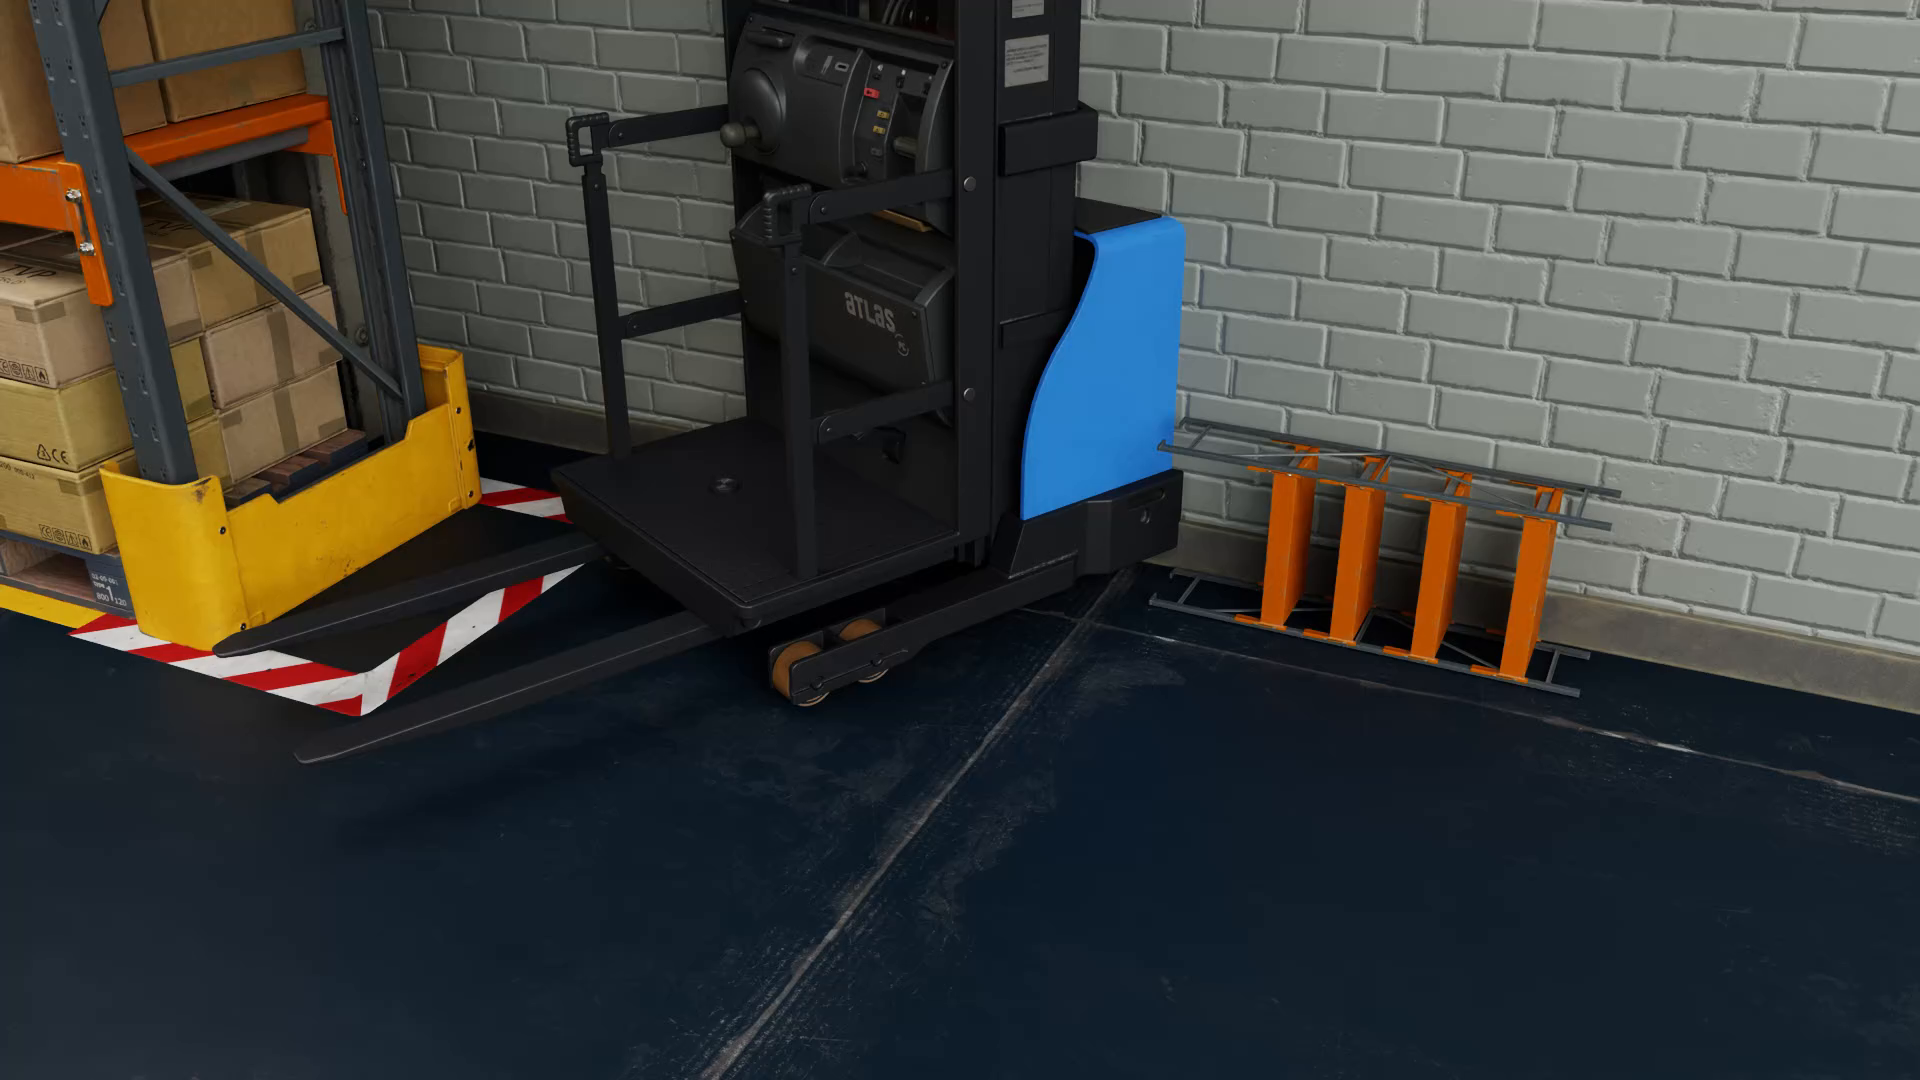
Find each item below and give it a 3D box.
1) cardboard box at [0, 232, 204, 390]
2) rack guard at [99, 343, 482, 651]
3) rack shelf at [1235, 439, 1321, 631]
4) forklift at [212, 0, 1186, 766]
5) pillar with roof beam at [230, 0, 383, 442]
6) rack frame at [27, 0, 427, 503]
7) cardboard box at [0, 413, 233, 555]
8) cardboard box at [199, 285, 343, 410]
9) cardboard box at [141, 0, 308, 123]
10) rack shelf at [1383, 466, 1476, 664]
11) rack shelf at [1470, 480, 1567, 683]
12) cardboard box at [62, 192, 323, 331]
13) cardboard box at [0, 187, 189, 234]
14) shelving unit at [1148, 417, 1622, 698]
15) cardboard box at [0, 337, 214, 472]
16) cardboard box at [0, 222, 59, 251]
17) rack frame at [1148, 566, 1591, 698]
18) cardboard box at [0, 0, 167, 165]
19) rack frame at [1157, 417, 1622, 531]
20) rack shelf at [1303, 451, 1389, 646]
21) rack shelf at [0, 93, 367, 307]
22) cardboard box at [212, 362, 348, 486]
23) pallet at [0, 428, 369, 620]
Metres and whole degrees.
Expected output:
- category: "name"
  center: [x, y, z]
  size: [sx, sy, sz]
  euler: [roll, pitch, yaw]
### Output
- category: "cardboard box"
  center: [-2.537, -0.660, 4.700]
  size: [0.500, 0.250, 0.500]
  euler: [12, 29, 24]
- category: "rack guard"
  center: [-1.967, -0.172, 5.033]
  size: [0.348, 0.500, 1.175]
  euler: [11, 28, 22]
- category: "rack shelf"
  center: [0.903, -0.021, 4.709]
  size: [0.148, 0.480, 0.258]
  euler: [12, 29, 23]
- category: "forklift"
  center: [-0.494, -1.143, 4.253]
  size: [3.031, 2.935, 1.130]
  euler: [-19, 32, -34]
- category: "pillar with roof beam"
  center: [-4.032, -2.748, 0.644]
  size: [0.400, 9.000, 9.100]
  euler: [11, 28, 22]
- category: "rack frame"
  center: [-1.989, -1.298, 4.490]
  size: [0.127, 3.000, 1.000]
  euler: [11, 28, 22]
- category: "cardboard box"
  center: [-2.548, -0.211, 4.921]
  size: [0.500, 0.250, 0.500]
  euler: [12, 28, 22]
- category: "cardboard box"
  center: [-2.331, -0.646, 5.238]
  size: [0.500, 0.250, 0.500]
  euler: [12, 29, 23]
- category: "cardboard box"
  center: [-2.325, -1.545, 4.879]
  size: [0.500, 0.500, 0.500]
  euler: [12, 29, 23]
- category: "rack shelf"
  center: [1.284, 0.059, 4.545]
  size: [0.148, 0.480, 0.258]
  euler: [12, 29, 23]
- category: "rack shelf"
  center: [1.497, 0.104, 4.454]
  size: [0.148, 0.480, 0.258]
  euler: [12, 29, 23]
- category: "cardboard box"
  center: [-2.348, -0.865, 5.117]
  size: [0.500, 0.250, 0.500]
  euler: [11, 28, 21]
- category: "cardboard box"
  center: [-2.805, -0.955, 5.299]
  size: [0.500, 0.250, 0.500]
  euler: [11, 28, 22]
- category: "shelving unit"
  center: [1.143, 0.029, 4.606]
  size: [1.200, 0.503, 0.258]
  euler: [12, 29, 23]
- category: "cardboard box"
  center: [-2.561, -0.440, 4.820]
  size: [0.500, 0.250, 0.500]
  euler: [11, 28, 21]
- category: "cardboard box"
  center: [-3.005, -0.751, 4.885]
  size: [0.500, 0.250, 0.500]
  euler: [12, 29, 23]
- category: "rack frame"
  center: [1.143, 0.248, 4.714]
  size: [1.200, 0.015, 0.240]
  euler: [12, 29, 23]
- category: "cardboard box"
  center: [-2.546, -1.327, 4.436]
  size: [0.500, 0.500, 0.500]
  euler: [11, 28, 21]
- category: "rack frame"
  center: [1.143, -0.190, 4.498]
  size: [1.200, 0.015, 0.240]
  euler: [12, 29, 23]
- category: "rack shelf"
  center: [1.082, 0.017, 4.632]
  size: [0.148, 0.480, 0.258]
  euler: [12, 29, 23]
- category: "rack shelf"
  center: [-3.810, -1.341, 5.392]
  size: [4.000, 0.370, 1.077]
  euler: [11, 28, 22]
- category: "cardboard box"
  center: [-2.355, -0.421, 5.347]
  size: [0.500, 0.250, 0.500]
  euler: [11, 28, 22]
- category: "pallet"
  center: [-2.702, -0.170, 5.356]
  size: [1.213, 0.211, 1.003]
  euler: [11, 28, 22]
